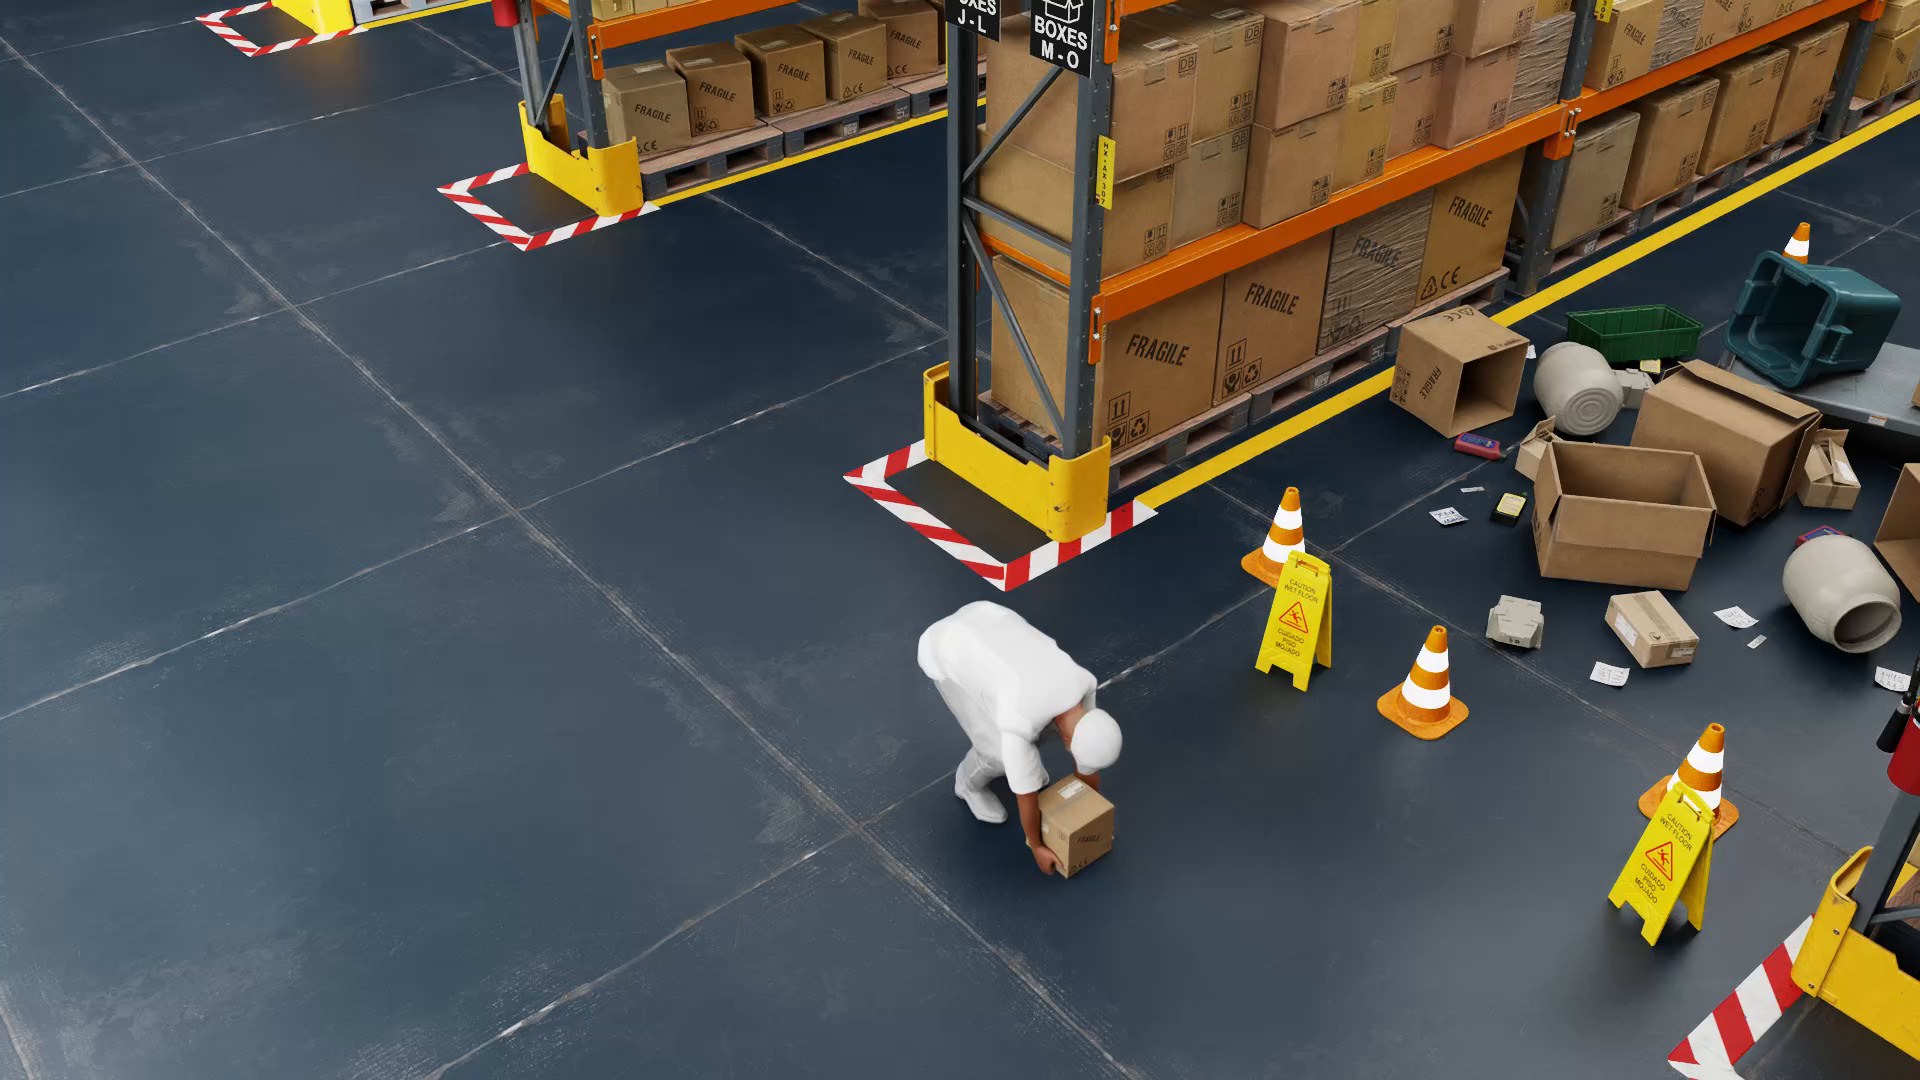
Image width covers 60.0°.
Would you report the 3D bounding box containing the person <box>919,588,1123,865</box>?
[{"bbox_3d":[0.272,0.741,6.721,0.495,0.952,0.968,-28,44,-34],"label":"person"}]
